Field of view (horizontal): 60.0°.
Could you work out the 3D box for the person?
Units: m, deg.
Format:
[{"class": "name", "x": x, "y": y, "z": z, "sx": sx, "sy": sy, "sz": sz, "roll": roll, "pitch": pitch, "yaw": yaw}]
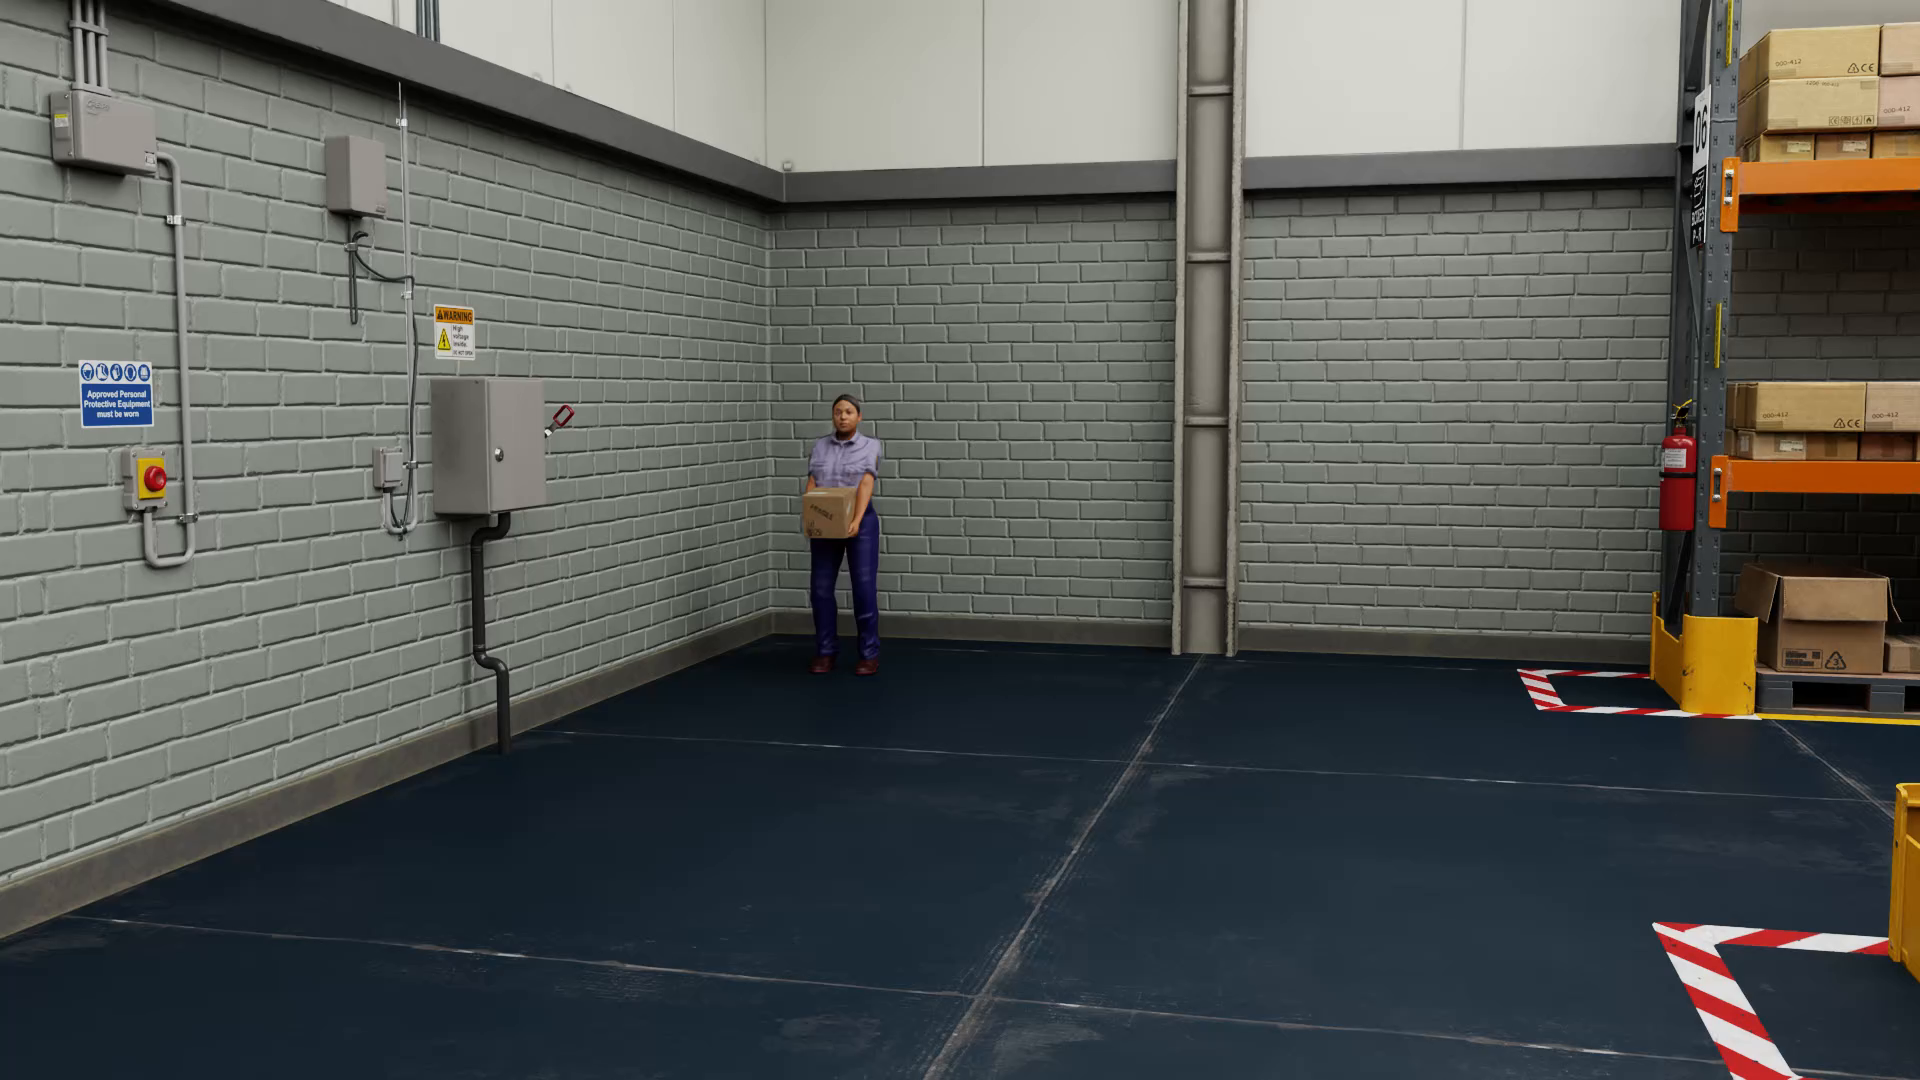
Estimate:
[{"class": "person", "x": -0.694, "y": -0.023, "z": 9.766, "sx": 0.435, "sy": 1.634, "sz": 0.525, "roll": 1, "pitch": 5, "yaw": 13}]
